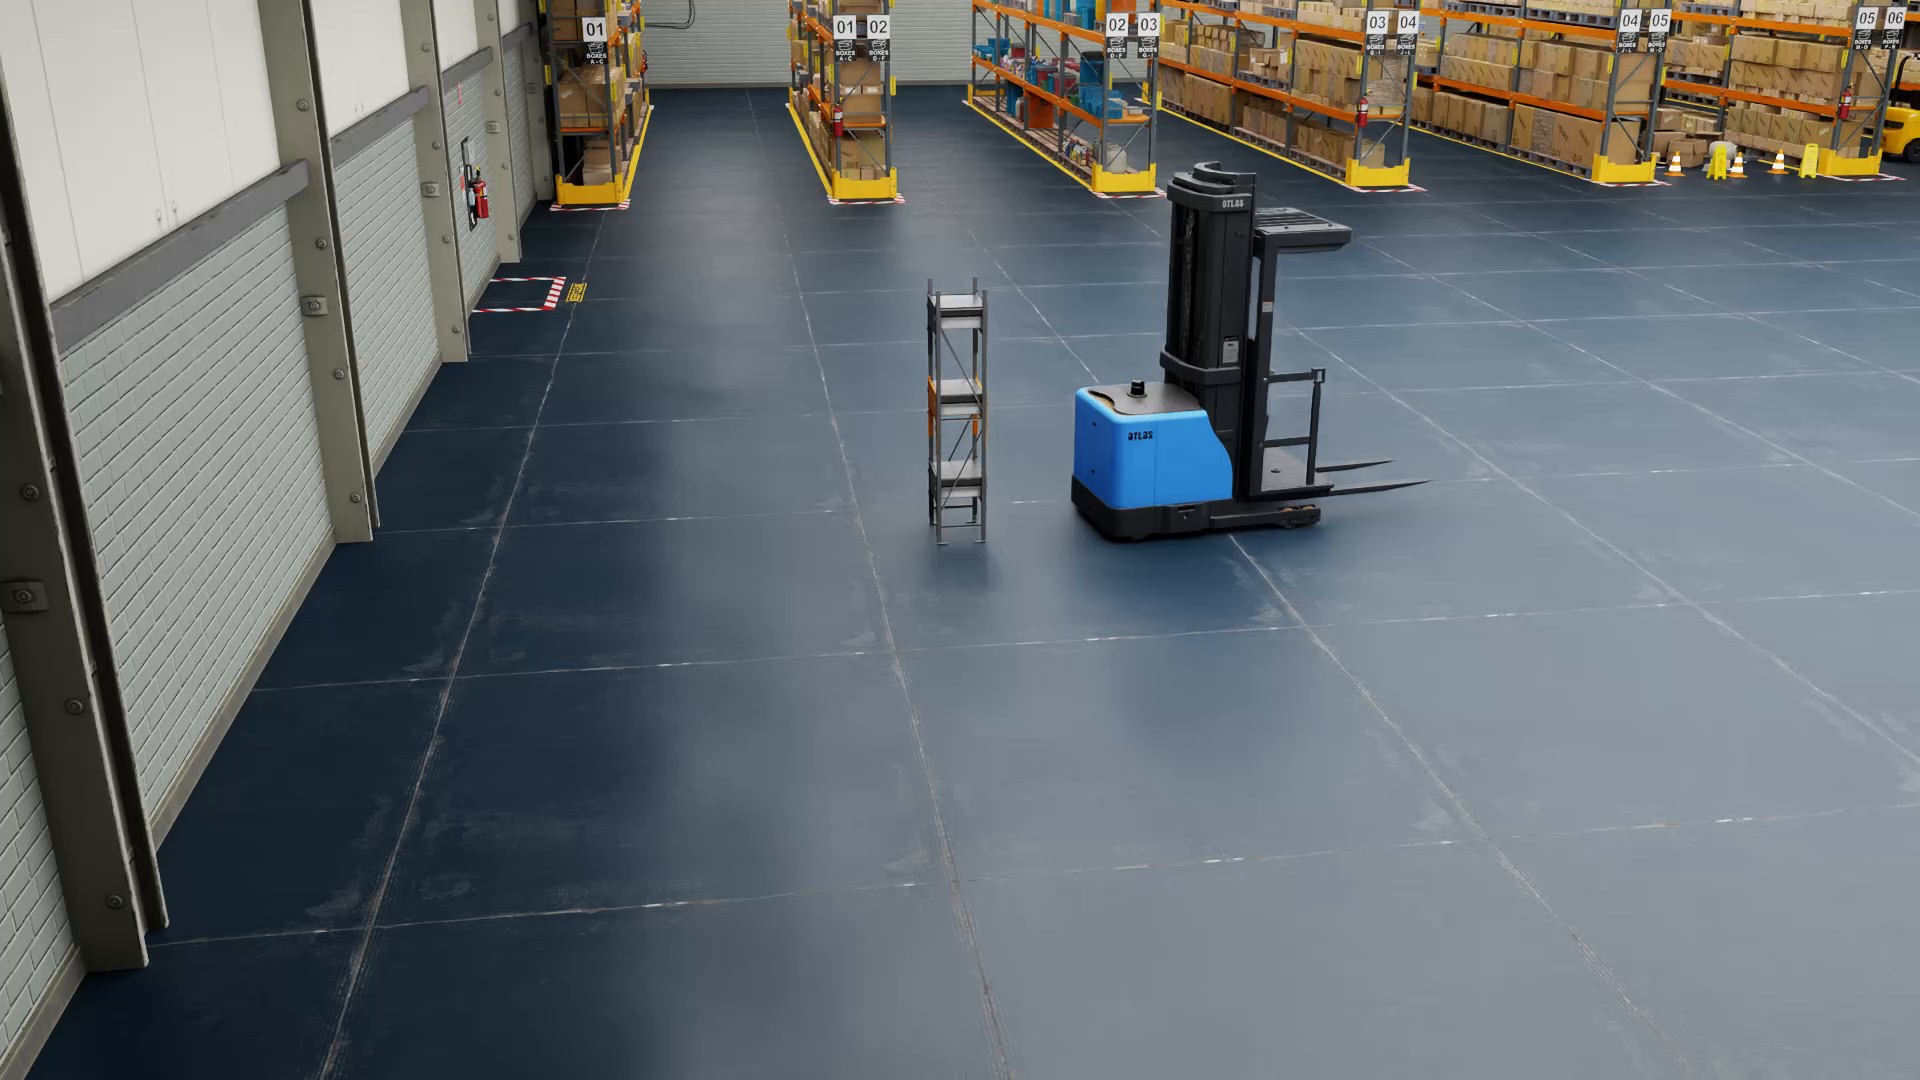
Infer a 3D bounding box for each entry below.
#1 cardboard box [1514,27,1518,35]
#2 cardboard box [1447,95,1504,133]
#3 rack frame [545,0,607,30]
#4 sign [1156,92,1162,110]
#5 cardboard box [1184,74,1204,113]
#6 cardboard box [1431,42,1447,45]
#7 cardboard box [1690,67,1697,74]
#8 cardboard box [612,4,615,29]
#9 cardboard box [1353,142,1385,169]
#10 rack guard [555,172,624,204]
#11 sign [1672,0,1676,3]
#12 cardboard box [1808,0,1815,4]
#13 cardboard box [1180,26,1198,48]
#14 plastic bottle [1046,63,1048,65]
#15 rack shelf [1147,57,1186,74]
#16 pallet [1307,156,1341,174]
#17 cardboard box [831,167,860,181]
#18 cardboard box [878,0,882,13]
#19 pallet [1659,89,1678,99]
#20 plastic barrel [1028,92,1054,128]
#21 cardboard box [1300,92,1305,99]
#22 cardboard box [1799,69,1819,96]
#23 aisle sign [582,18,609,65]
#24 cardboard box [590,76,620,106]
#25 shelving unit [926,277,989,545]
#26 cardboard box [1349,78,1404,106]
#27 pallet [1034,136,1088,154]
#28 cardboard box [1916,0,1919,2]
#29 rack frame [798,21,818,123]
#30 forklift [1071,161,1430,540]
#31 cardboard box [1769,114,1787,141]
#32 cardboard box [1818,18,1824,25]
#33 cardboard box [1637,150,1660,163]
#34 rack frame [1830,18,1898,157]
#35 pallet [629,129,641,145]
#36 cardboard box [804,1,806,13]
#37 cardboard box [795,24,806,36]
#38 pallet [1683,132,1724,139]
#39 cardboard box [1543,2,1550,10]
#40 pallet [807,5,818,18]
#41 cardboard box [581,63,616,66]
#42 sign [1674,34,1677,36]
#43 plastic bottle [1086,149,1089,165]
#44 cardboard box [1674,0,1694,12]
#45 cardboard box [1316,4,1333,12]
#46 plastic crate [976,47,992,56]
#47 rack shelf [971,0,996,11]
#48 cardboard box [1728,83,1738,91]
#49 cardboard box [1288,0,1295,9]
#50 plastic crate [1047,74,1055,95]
[{"bbox_3d":[15.564,-14.083,45.564,0.500,0.500,0.500,-3,21,-8],"label":"cardboard box"},{"bbox_3d":[11.938,-9.848,38.412,1.050,0.750,0.750,-3,21,-7],"label":"cardboard box"},{"bbox_3d":[-6.665,-10.299,28.430,1.000,3.000,0.127,-3,21,-8],"label":"rack frame"},{"bbox_3d":[3.684,-8.144,30.839,0.100,0.325,0.005,-3,21,-8],"label":"sign"},{"bbox_3d":[6.423,-11.374,42.318,1.225,0.875,0.875,-3,21,-8],"label":"cardboard box"},{"bbox_3d":[11.784,-12.114,40.772,0.380,0.149,0.250,-2,21,-5],"label":"cardboard box"},{"bbox_3d":[16.789,-10.634,37.659,0.380,0.149,0.250,-3,21,-7],"label":"cardboard box"},{"bbox_3d":[-6.746,-9.807,31.228,0.500,0.500,0.500,-4,21,-10],"label":"cardboard box"},{"bbox_3d":[7.967,-7.481,32.431,0.500,0.500,0.500,1,20,2],"label":"cardboard box"},{"bbox_3d":[-6.675,-6.344,29.987,1.175,0.500,0.348,-3,21,-8],"label":"rack guard"},{"bbox_3d":[13.513,-10.331,31.440,0.100,0.325,0.005,-3,21,-8],"label":"sign"},{"bbox_3d":[17.426,-10.947,33.672,0.380,0.149,0.250,-4,21,-9],"label":"cardboard box"},{"bbox_3d":[5.980,-12.959,42.843,0.500,0.500,0.500,-2,21,-6],"label":"cardboard box"},{"bbox_3d":[2.087,-11.306,39.883,0.097,0.271,0.097,0,20,0],"label":"plastic bottle"},{"bbox_3d":[6.022,-12.748,44.590,1.077,0.370,4.000,-3,21,-8],"label":"rack shelf"},{"bbox_3d":[7.775,-7.663,33.931,1.003,0.211,1.213,-3,21,-8],"label":"pallet"},{"bbox_3d":[-2.133,-6.819,31.017,0.500,0.250,0.500,-3,21,-8],"label":"cardboard box"},{"bbox_3d":[-1.732,-10.043,31.088,0.500,0.500,0.500,-3,21,-8],"label":"cardboard box"},{"bbox_3d":[20.578,-12.921,48.009,1.003,0.211,1.213,-3,21,-8],"label":"pallet"},{"bbox_3d":[1.898,-10.107,38.991,0.600,0.830,0.708,-3,21,-8],"label":"plastic barrel"},{"bbox_3d":[7.284,-9.243,34.537,0.380,0.149,0.250,-3,21,-8],"label":"cardboard box"},{"bbox_3d":[17.428,-9.272,33.686,0.500,0.500,0.500,-3,21,-8],"label":"cardboard box"},{"bbox_3d":[-6.357,-8.697,28.999,0.394,0.787,0.004,-3,21,-8],"label":"aisle sign"},{"bbox_3d":[-6.566,-8.310,30.794,0.500,0.500,0.500,-4,21,-10],"label":"cardboard box"},{"bbox_3d":[-0.024,-1.041,13.502,0.431,2.100,0.503,-3,21,-8],"label":"shelving unit"},{"bbox_3d":[7.988,-8.616,31.930,0.875,0.500,0.500,-3,21,-8],"label":"cardboard box"},{"bbox_3d":[2.232,-8.760,36.870,1.003,0.211,1.213,-3,21,-8],"label":"pallet"},{"bbox_3d":[21.836,-12.220,37.244,0.500,0.311,0.500,-4,21,-9],"label":"cardboard box"},{"bbox_3d":[-3.493,-11.895,41.276,1.000,3.000,0.127,-3,21,-8],"label":"rack frame"},{"bbox_3d":[2.540,-1.644,13.929,3.031,2.935,1.130,-6,21,-15],"label":"forklift"},{"bbox_3d":[17.329,-8.618,34.760,0.500,0.500,0.500,-3,21,-9],"label":"cardboard box"},{"bbox_3d":[17.475,-10.404,33.358,0.380,0.149,0.250,-3,21,-7],"label":"cardboard box"},{"bbox_3d":[14.457,-8.055,34.904,0.396,0.266,0.258,1,20,2],"label":"cardboard box"},{"bbox_3d":[17.847,-8.738,32.825,1.000,3.000,0.127,-3,21,-8],"label":"rack frame"},{"bbox_3d":[-7.857,-9.229,38.125,1.003,0.211,1.213,-3,21,-8],"label":"pallet"},{"bbox_3d":[-3.086,-12.288,37.898,0.910,0.500,0.500,-3,21,-8],"label":"cardboard box"},{"bbox_3d":[-3.899,-12.749,41.992,0.500,0.500,0.500,-3,21,-9],"label":"cardboard box"},{"bbox_3d":[17.156,-9.086,37.742,1.003,0.211,1.213,-3,21,-8],"label":"pallet"},{"bbox_3d":[12.212,-10.963,34.112,0.380,0.149,0.250,-3,21,-9],"label":"cardboard box"},{"bbox_3d":[-2.730,-11.596,36.459,1.213,0.211,1.003,-2,21,-5],"label":"pallet"},{"bbox_3d":[-7.354,-9.498,34.089,0.700,0.500,0.500,-1,20,-2],"label":"cardboard box"},{"bbox_3d":[17.229,-12.044,40.134,0.100,0.325,0.005,-3,21,-8],"label":"sign"},{"bbox_3d":[2.537,-7.630,33.111,0.061,0.283,0.133,-3,21,-8],"label":"plastic bottle"},{"bbox_3d":[16.942,-12.435,38.288,0.797,0.503,0.637,-3,21,-8],"label":"cardboard box"},{"bbox_3d":[7.360,-10.654,33.311,0.380,0.149,0.250,-3,21,-9],"label":"cardboard box"},{"bbox_3d":[0.637,-13.148,44.785,0.416,0.233,0.300,-3,21,-8],"label":"plastic crate"},{"bbox_3d":[1.121,-13.904,43.397,1.077,0.370,4.000,-3,21,-8],"label":"rack shelf"},{"bbox_3d":[16.998,-9.880,36.241,0.380,0.149,0.250,-3,21,-8],"label":"cardboard box"},{"bbox_3d":[7.229,-11.483,35.477,0.396,0.266,0.258,-2,21,-6],"label":"cardboard box"},{"bbox_3d":[2.096,-9.732,35.509,0.392,0.384,0.575,-3,21,-8],"label":"plastic crate"}]
